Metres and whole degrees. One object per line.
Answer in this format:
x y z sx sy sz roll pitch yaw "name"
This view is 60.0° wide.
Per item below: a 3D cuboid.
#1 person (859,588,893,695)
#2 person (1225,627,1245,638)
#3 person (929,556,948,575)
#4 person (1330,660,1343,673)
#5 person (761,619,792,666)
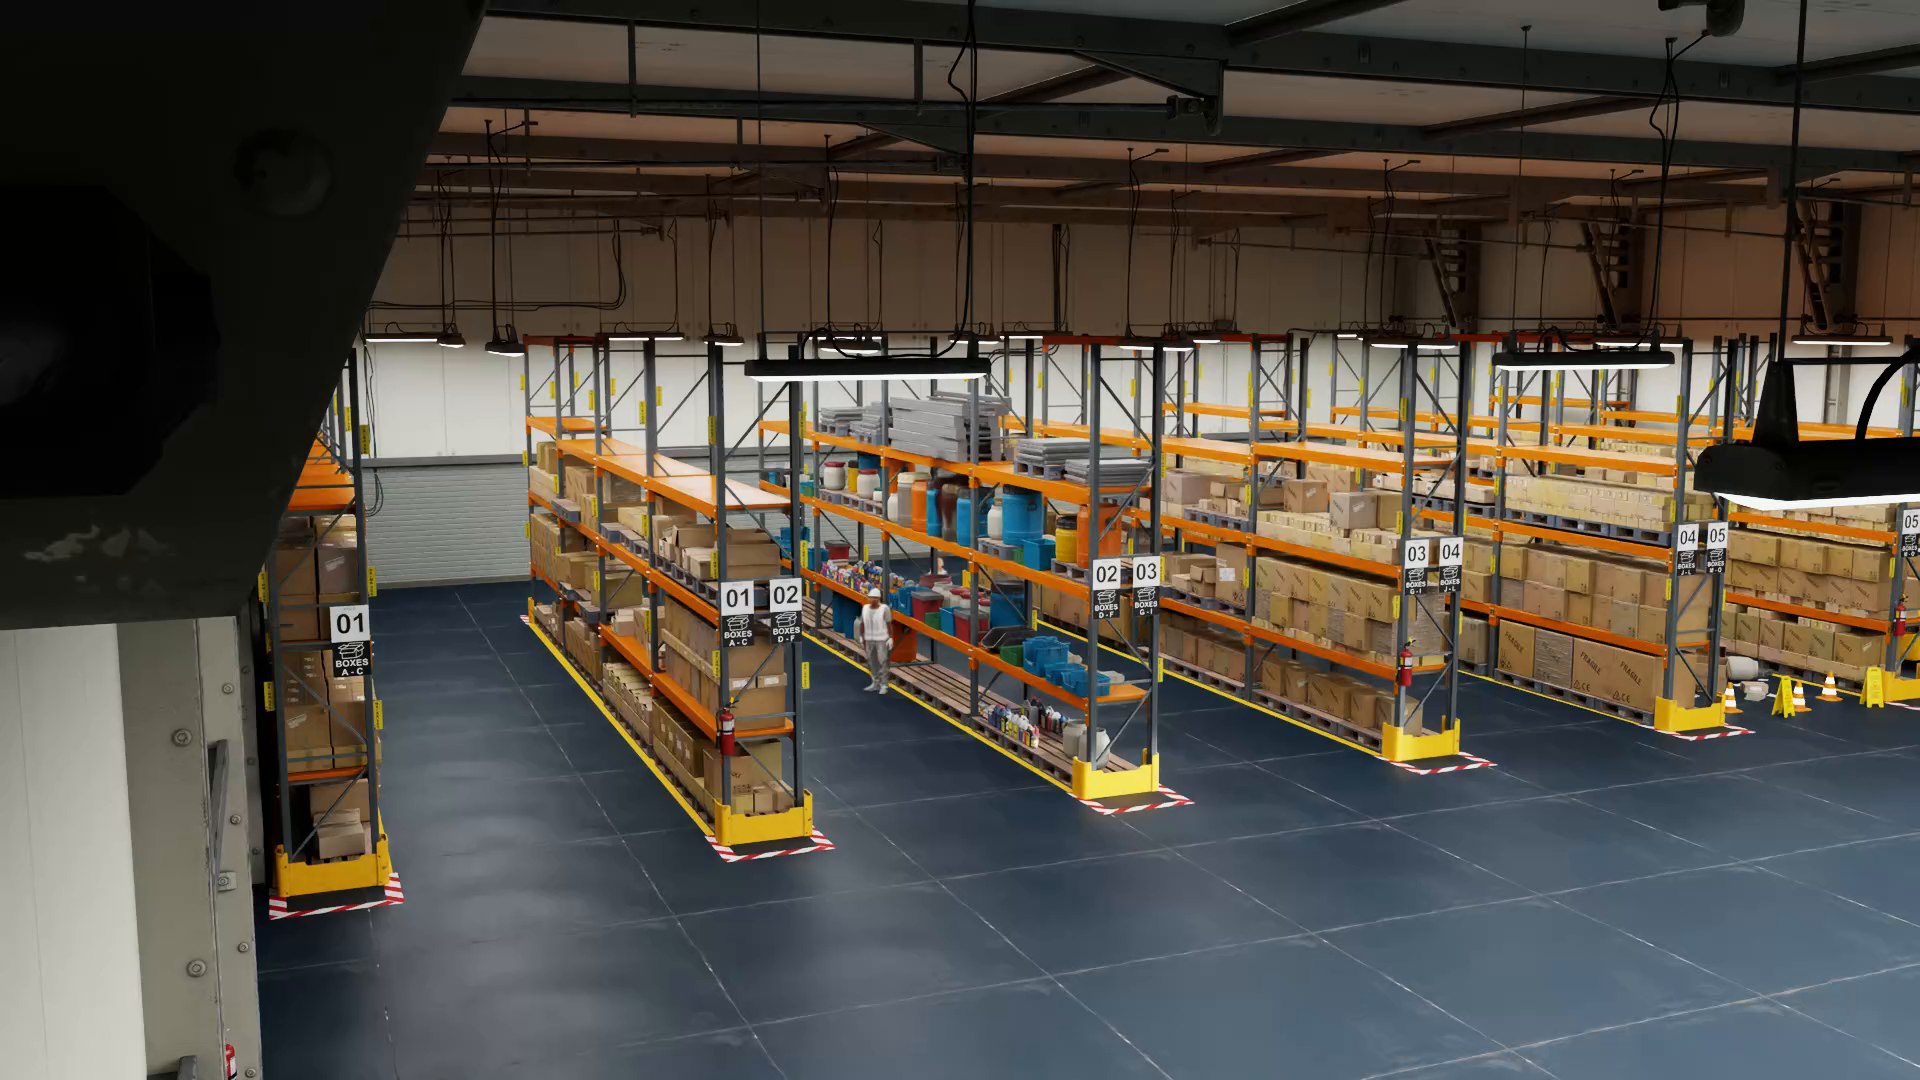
-1.431 1.699 28.130 0.643 1.786 0.394 3 8 23 "person"
5.514 1.149 32.778 0.475 1.676 1.086 -4 9 -27 "person"
-0.442 1.129 33.109 0.503 1.626 0.975 -5 9 -31 "person"
6.572 1.659 29.113 0.423 1.643 0.531 -1 8 -8 "person"
-3.171 1.724 28.543 0.511 1.637 0.931 -4 9 -28 "person"
